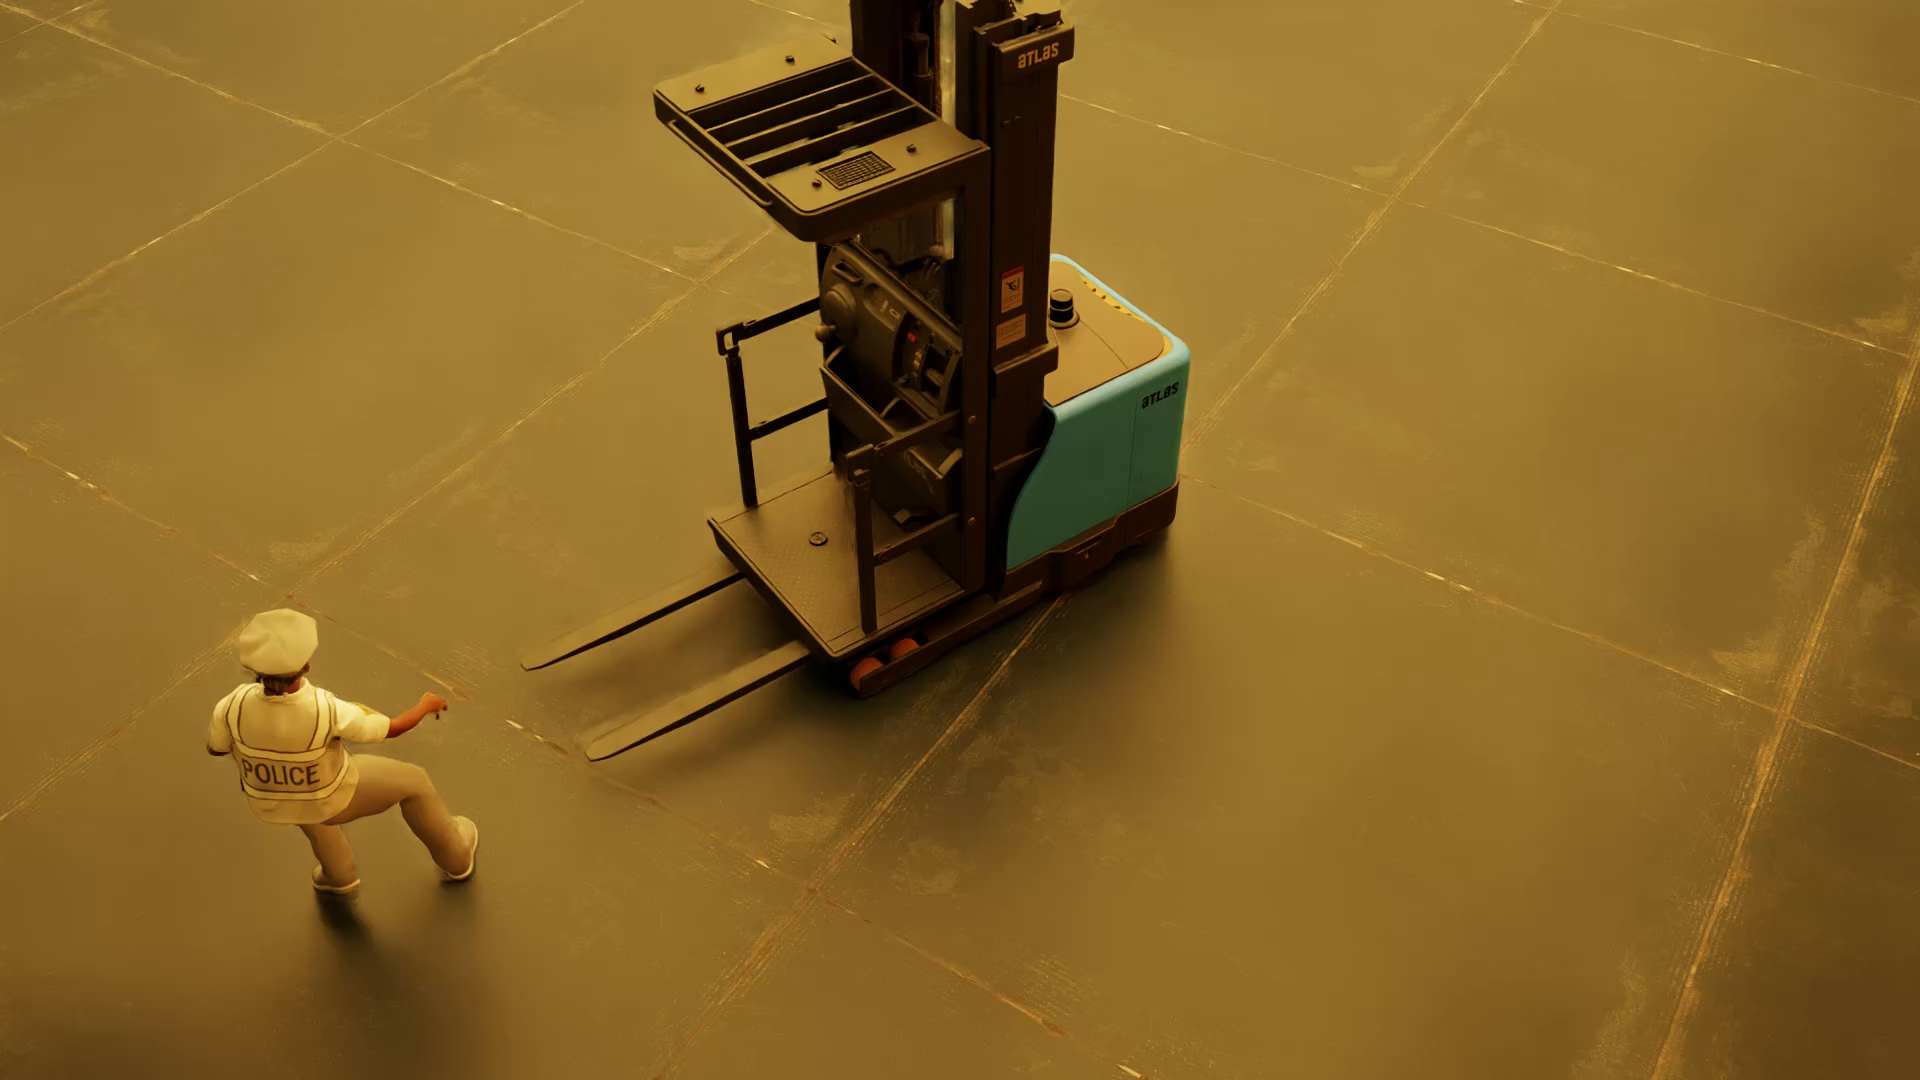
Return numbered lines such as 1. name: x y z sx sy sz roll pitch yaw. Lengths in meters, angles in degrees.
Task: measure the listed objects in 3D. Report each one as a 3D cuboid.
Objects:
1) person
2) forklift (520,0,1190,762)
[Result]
1. person: -2.272 0.784 6.026 0.725 1.543 0.592 -1 43 -1
2. forklift: -0.459 -0.803 6.696 3.031 2.935 1.130 -26 49 -25
